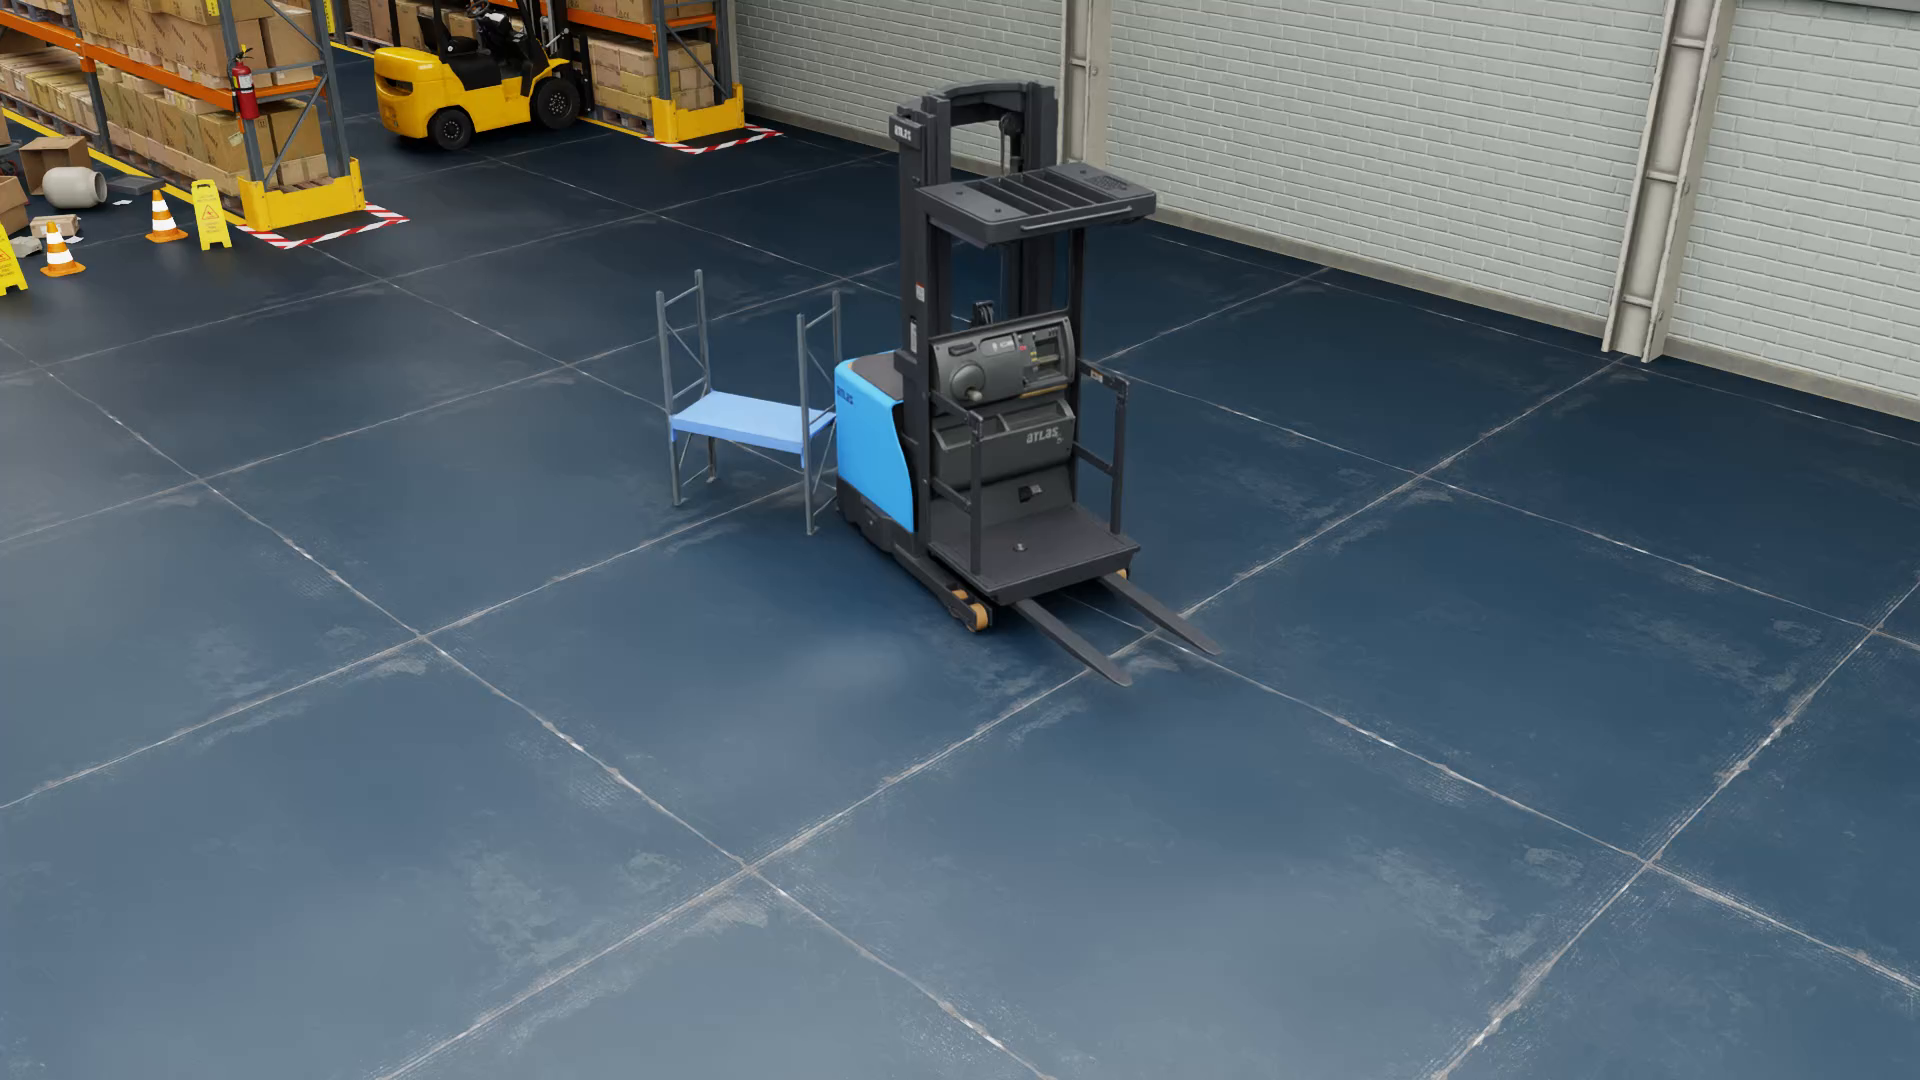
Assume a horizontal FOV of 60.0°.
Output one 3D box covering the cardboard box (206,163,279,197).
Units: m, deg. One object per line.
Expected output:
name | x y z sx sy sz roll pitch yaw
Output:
cardboard box | -7.418 -3.769 17.192 0.500 0.250 0.500 24 36 38

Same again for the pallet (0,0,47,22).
pallet | -10.900 -6.511 20.109 1.213 0.211 1.003 25 36 38

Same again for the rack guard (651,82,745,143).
rack guard | -3.141 -5.152 20.005 0.348 0.500 1.175 25 36 38

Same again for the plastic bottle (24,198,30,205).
plastic bottle | -9.882 -3.579 17.485 0.133 0.061 0.283 -18 33 -31

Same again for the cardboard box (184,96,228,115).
cardboard box | -7.698 -4.478 17.038 0.380 0.149 0.250 -24 36 -38

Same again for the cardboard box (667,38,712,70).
cardboard box | -3.368 -5.898 20.165 0.500 0.250 0.500 24 36 38

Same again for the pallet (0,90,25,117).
pallet | -11.784 -5.739 21.430 1.213 0.211 1.003 25 36 38

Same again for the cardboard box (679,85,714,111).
cardboard box | -3.371 -5.461 20.409 0.500 0.250 0.500 25 37 39

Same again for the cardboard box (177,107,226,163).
cardboard box | -7.764 -4.263 17.325 0.500 0.500 0.500 -24 36 -37

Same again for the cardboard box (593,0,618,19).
cardboard box | -4.057 -6.557 19.882 0.500 0.500 0.500 -24 36 -38

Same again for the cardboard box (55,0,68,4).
cardboard box | -9.978 -6.360 18.737 0.500 0.500 0.500 24 36 38

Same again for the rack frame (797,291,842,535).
rack frame | -0.878 -0.805 10.663 0.032 1.500 0.500 12 30 21

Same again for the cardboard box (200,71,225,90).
cardboard box | -7.310 -4.604 16.546 0.250 0.149 0.380 24 36 38

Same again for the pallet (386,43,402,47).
pallet | -7.437 -6.963 23.759 1.213 0.211 1.003 25 36 38

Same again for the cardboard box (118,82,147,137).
cardboard box | -8.866 -4.771 18.292 0.500 0.500 0.500 -24 36 -37

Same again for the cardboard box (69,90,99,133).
cardboard box | -9.863 -5.116 19.623 0.950 0.372 0.625 -25 37 -39

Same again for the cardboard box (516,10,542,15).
cardboard box | -5.524 -6.887 22.046 0.500 0.250 0.500 -24 36 -38

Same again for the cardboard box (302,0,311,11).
cardboard box | -9.664 -8.190 25.330 0.500 0.500 0.500 24 36 38

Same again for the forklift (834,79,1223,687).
forklift | 0.375 -1.008 9.511 1.130 2.935 3.031 -16 32 -27

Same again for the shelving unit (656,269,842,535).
shelving unit | -1.341 -0.903 10.848 1.048 1.500 0.538 12 30 21

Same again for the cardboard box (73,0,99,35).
cardboard box | -9.369 -5.863 18.244 0.500 0.500 0.500 24 36 38

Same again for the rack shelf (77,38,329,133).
rack shelf | -8.062 -4.952 17.712 4.000 0.370 1.077 25 36 38

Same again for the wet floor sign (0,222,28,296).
wet floor sign | -8.625 -2.548 14.896 0.232 0.644 0.267 18 33 30

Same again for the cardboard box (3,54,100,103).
cardboard box | -11.412 -5.825 20.971 0.625 0.372 0.950 24 36 37

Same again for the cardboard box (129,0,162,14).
cardboard box | -7.944 -5.631 16.727 0.500 0.500 0.700 24 36 38

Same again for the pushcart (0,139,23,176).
pushcart | -11.051 -3.990 17.925 0.936 0.377 1.648 12 30 22

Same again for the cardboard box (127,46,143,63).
cardboard box | -8.582 -5.182 17.646 0.250 0.149 0.380 25 37 39

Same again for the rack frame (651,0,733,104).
rack frame | -3.158 -6.267 19.438 0.127 3.000 1.000 25 36 38

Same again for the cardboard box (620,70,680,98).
cardboard box | -3.724 -5.512 19.969 0.500 0.250 0.500 24 36 38

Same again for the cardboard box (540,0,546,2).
cardboard box | -5.132 -7.055 20.831 0.500 0.500 0.500 24 36 38

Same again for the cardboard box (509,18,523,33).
cardboard box | -5.528 -6.551 21.408 0.500 0.250 0.500 25 36 38

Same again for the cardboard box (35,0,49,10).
cardboard box | -10.433 -6.238 19.203 0.250 0.149 0.380 24 36 38

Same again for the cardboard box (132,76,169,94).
cardboard box | -8.647 -4.914 17.867 0.380 0.149 0.250 -23 35 -36

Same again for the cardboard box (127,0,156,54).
cardboard box | -8.272 -5.381 17.326 0.500 0.500 0.500 -25 37 -39

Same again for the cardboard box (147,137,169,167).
cardboard box | -8.488 -4.267 18.139 0.500 0.250 0.500 24 36 38

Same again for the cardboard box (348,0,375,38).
cardboard box | -8.427 -7.804 24.462 0.875 0.625 0.625 -24 36 -38

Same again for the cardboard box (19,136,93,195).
cardboard box | -9.678 -4.017 17.843 0.500 0.500 0.500 -3 28 -5

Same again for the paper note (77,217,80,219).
paper note | -9.025 -3.292 16.993 0.123 0.001 0.032 25 36 38

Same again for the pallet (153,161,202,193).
pallet | -8.110 -4.084 18.283 1.213 0.211 1.003 25 36 38

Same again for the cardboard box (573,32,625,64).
cardboard box | -4.440 -6.051 20.457 0.500 0.250 0.500 -25 37 -39

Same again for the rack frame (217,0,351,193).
rack frame | -6.635 -4.618 16.303 0.127 3.000 1.000 25 36 38

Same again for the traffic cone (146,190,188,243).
traffic cone | -7.846 -3.207 16.346 0.334 0.463 0.336 25 36 38

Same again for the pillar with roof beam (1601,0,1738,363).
pillar with roof beam | 2.516 -4.104 8.879 0.400 9.000 9.100 25 36 38

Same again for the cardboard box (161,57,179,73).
cardboard box | -8.013 -4.952 17.208 0.250 0.149 0.380 24 36 38

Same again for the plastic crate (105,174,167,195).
plastic crate | -8.943 -3.847 17.973 0.583 0.080 0.402 12 30 22

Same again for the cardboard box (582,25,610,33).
cardboard box | -4.437 -6.396 21.113 0.500 0.250 0.500 24 36 37

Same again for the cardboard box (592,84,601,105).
cardboard box | -4.413 -5.616 20.703 0.500 0.250 0.500 -25 37 -39

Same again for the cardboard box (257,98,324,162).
cardboard box | -7.034 -4.281 17.360 0.500 0.500 0.500 23 36 37

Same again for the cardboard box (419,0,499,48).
cardboard box | -6.938 -7.129 23.178 0.625 0.625 0.875 24 36 38

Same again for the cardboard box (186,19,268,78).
cardboard box | -7.216 -4.880 16.373 0.500 0.500 0.500 24 36 38

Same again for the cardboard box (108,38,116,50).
cardboard box | -9.061 -5.461 18.176 0.250 0.149 0.380 24 36 38
